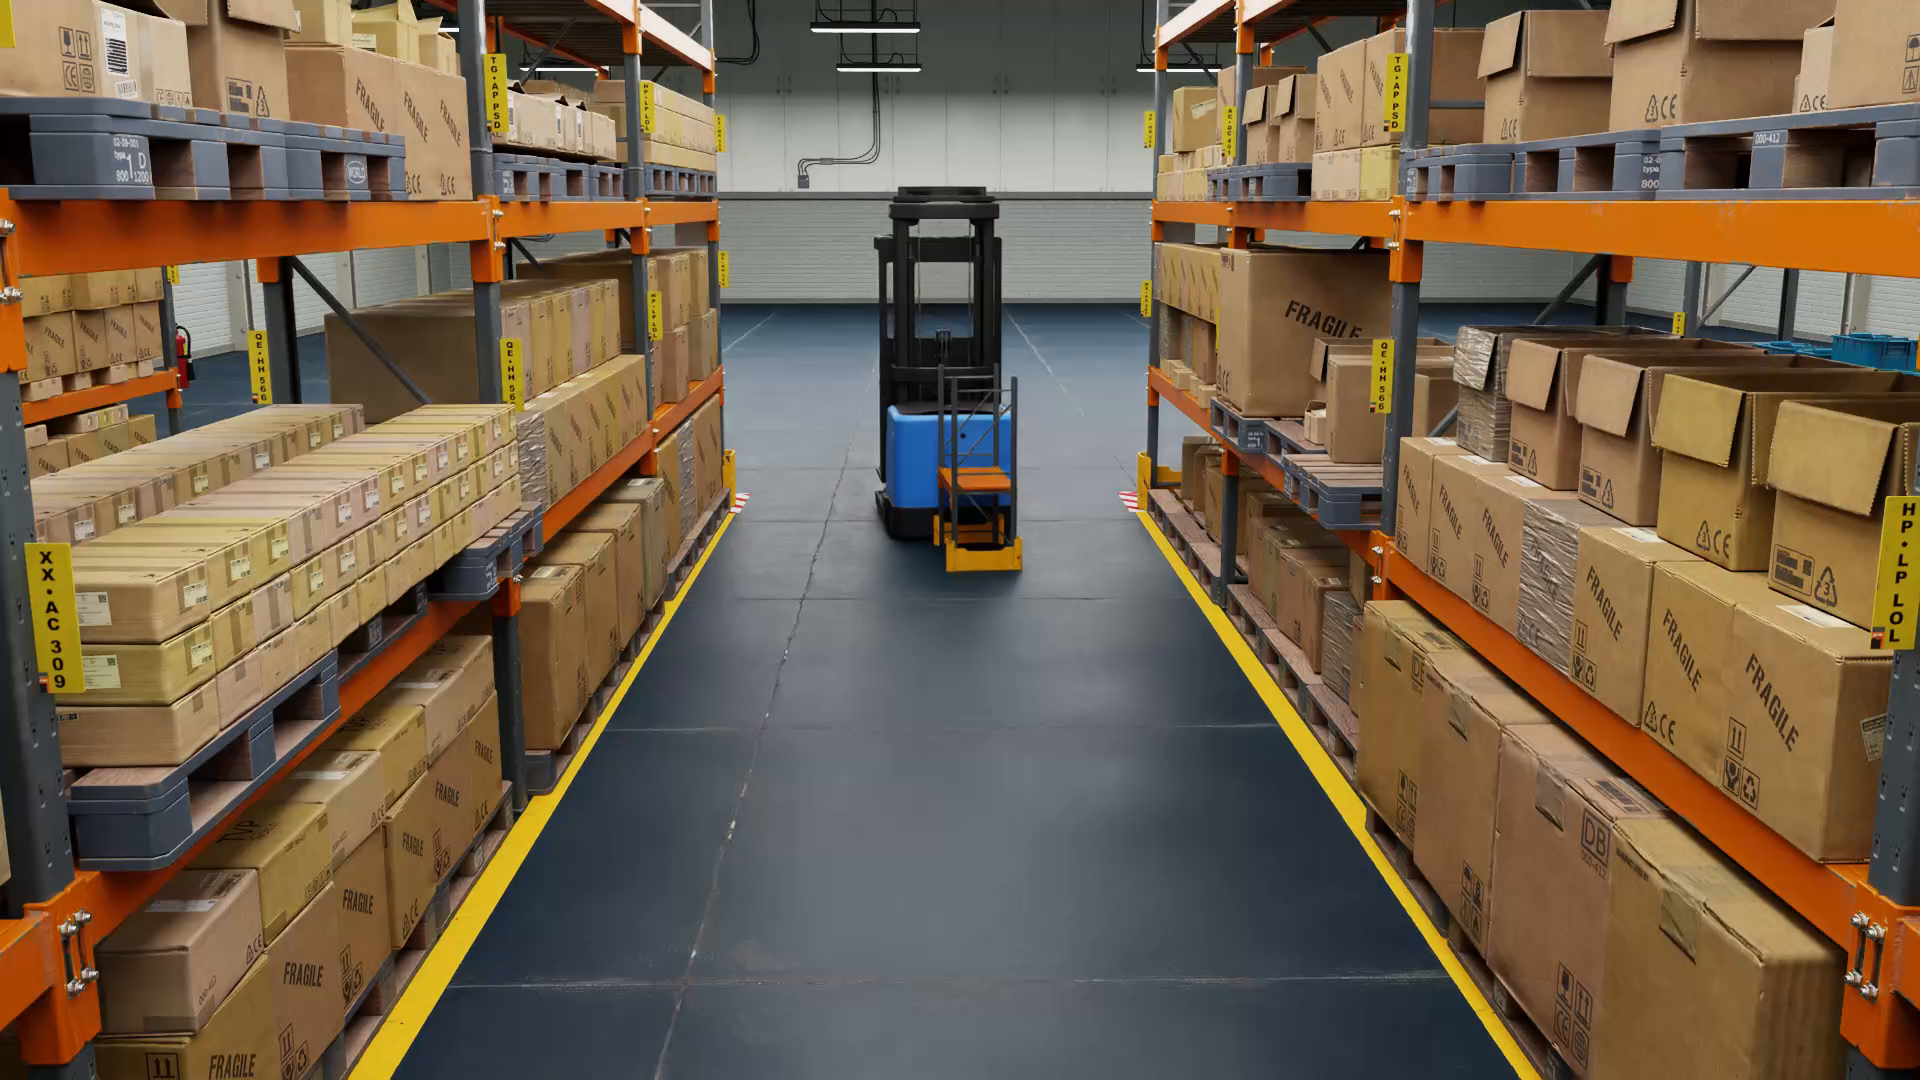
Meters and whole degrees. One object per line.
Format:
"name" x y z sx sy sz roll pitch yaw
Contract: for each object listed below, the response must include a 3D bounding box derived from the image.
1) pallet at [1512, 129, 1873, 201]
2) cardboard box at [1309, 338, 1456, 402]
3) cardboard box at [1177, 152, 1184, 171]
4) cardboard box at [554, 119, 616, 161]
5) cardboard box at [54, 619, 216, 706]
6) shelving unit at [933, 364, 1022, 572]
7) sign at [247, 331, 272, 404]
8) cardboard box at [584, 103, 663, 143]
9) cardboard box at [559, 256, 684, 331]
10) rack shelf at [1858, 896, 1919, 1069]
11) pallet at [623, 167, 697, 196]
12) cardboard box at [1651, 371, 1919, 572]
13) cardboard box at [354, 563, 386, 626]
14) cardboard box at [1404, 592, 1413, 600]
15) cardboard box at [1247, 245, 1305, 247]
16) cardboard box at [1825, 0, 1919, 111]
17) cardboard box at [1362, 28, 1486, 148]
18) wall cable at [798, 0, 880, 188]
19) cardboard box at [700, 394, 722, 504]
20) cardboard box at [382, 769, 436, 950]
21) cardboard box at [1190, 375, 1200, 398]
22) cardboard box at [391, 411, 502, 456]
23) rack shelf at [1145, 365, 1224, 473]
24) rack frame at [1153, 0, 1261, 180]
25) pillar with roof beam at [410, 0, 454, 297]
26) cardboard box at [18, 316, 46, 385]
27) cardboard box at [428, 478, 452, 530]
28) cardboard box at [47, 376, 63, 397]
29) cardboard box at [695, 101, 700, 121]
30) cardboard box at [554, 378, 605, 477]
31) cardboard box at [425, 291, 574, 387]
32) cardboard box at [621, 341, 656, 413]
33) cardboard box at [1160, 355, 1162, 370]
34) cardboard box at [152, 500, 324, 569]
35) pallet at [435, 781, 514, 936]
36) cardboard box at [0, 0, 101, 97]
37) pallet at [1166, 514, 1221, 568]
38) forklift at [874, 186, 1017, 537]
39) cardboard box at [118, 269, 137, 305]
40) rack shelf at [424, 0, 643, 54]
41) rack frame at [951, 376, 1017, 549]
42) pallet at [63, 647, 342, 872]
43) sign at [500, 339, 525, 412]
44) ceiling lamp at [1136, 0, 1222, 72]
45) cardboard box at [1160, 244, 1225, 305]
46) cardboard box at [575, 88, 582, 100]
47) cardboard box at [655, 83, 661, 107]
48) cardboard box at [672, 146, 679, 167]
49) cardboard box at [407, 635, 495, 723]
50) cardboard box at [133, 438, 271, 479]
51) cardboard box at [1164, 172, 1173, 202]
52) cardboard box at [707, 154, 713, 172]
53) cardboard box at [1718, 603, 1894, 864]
"pallet" 2.511 -1.228 5.501 1.003 0.211 1.213 0 11 1
"cardboard box" 2.464 -0.908 9.676 0.797 0.503 0.637 1 12 5
"cardboard box" 2.000 -3.123 13.739 0.380 0.149 0.250 0 11 -1
"cardboard box" -2.451 -2.507 10.400 0.500 0.250 0.500 0 11 -1
"cardboard box" -2.008 0.286 3.934 0.380 0.149 0.250 0 11 0
"shelving unit" 0.129 -0.600 13.242 0.587 1.500 1.083 -1 12 -6
"sign" -3.097 -0.765 7.375 0.100 0.325 0.005 0 11 -1
"cardboard box" -2.355 -2.891 11.544 0.500 0.250 0.500 0 11 -1
"cardboard box" -2.600 -1.889 12.732 0.875 0.550 0.550 0 11 -1
"rack shelf" 2.542 1.344 1.698 1.077 0.370 4.000 0 11 -1
"pallet" -2.654 -2.827 13.128 1.003 0.211 1.213 0 11 -1
"cardboard box" 2.477 -0.210 4.775 0.797 0.503 0.637 0 11 -1
"cardboard box" -2.041 0.172 5.243 0.380 0.149 0.250 0 11 -2
"cardboard box" 2.375 0.308 8.292 0.500 0.250 0.500 0 11 1
"cardboard box" 2.535 -2.169 13.692 0.500 0.500 0.500 0 11 -1
"cardboard box" 2.479 -1.246 3.804 0.700 0.500 0.500 0 11 0
"cardboard box" 2.158 -2.059 7.610 0.500 0.500 0.500 0 11 0
"wall cable" -3.371 -12.784 45.889 2.305 6.003 0.169 0 11 -1
"cardboard box" -2.628 -0.821 14.849 0.875 0.875 0.875 0 11 -1
"cardboard box" -2.233 1.157 6.045 0.500 0.500 0.500 -1 11 -4
"cardboard box" 2.021 -1.213 13.125 0.380 0.149 0.250 0 11 -1
"cardboard box" -2.071 -0.430 6.711 0.380 0.149 0.250 0 11 -2
"rack shelf" 2.294 -1.041 13.456 1.077 0.370 4.000 0 11 -1
"rack frame" 2.253 -4.731 14.748 1.000 3.000 0.127 0 11 -1
"pillar with roof beam" -9.820 -10.509 43.224 9.100 9.000 0.548 0 11 -1
"cardboard box" -7.334 -1.438 12.605 0.500 0.500 0.500 0 11 -2
"cardboard box" -2.054 -0.128 5.975 0.380 0.149 0.250 0 11 -2
"cardboard box" -7.308 -1.201 13.064 0.380 0.149 0.250 0 11 -1
"cardboard box" -2.342 -3.516 13.621 0.380 0.149 0.250 0 11 -1
"cardboard box" -2.313 -0.640 9.420 0.500 0.500 0.500 0 11 -2
"cardboard box" -2.577 -1.133 9.334 0.700 0.500 0.500 0 11 -2
"cardboard box" -2.645 -1.143 11.770 0.875 0.550 0.550 0 11 -1
"cardboard box" 2.021 -1.611 15.085 0.380 0.149 0.250 0 11 -1
"cardboard box" -2.026 -0.016 4.673 0.380 0.149 0.250 0 11 -2
"pallet" -2.528 1.321 7.016 1.003 0.211 1.213 0 11 -1
"cardboard box" -2.358 -1.206 3.608 0.700 0.500 0.500 0 11 -1
"pallet" 2.258 -0.006 13.558 1.003 0.211 1.213 0 11 -1
"forklift" -0.203 -1.706 15.098 1.130 2.935 3.031 -1 12 -6
"cardboard box" -7.423 -2.234 14.012 0.700 0.500 0.500 0 11 -1
"rack shelf" -2.584 -2.990 8.979 1.077 0.370 4.000 0 11 -1
"rack frame" 0.185 -0.501 12.756 0.500 1.500 0.032 -1 12 -6
"pallet" -2.330 0.536 4.356 1.003 0.211 1.213 0 11 -1
"sign" -2.000 -0.733 7.417 0.100 0.325 0.005 0 11 -1
"ceiling lamp" 5.151 -12.662 39.159 2.000 3.185 0.800 0 11 -1
"cardboard box" 1.995 -2.266 14.171 0.500 0.500 0.500 0 11 -1
"cardboard box" -2.966 -3.210 12.110 0.380 0.149 0.250 0 11 0
"cardboard box" -2.299 -3.113 11.633 0.380 0.149 0.250 0 11 -2
"cardboard box" -2.316 -2.874 12.459 0.380 0.149 0.250 0 11 -2
"cardboard box" -2.266 0.586 6.972 0.500 0.250 0.500 -1 11 -2
"cardboard box" -2.706 -0.274 5.943 0.380 0.149 0.250 0 11 1
"cardboard box" 2.021 -2.988 14.078 0.500 0.250 0.500 0 11 -2
"cardboard box" -2.358 -3.278 14.452 0.380 0.149 0.250 0 11 -1
"cardboard box" 2.218 0.453 4.029 0.500 0.500 0.500 0 11 -1
